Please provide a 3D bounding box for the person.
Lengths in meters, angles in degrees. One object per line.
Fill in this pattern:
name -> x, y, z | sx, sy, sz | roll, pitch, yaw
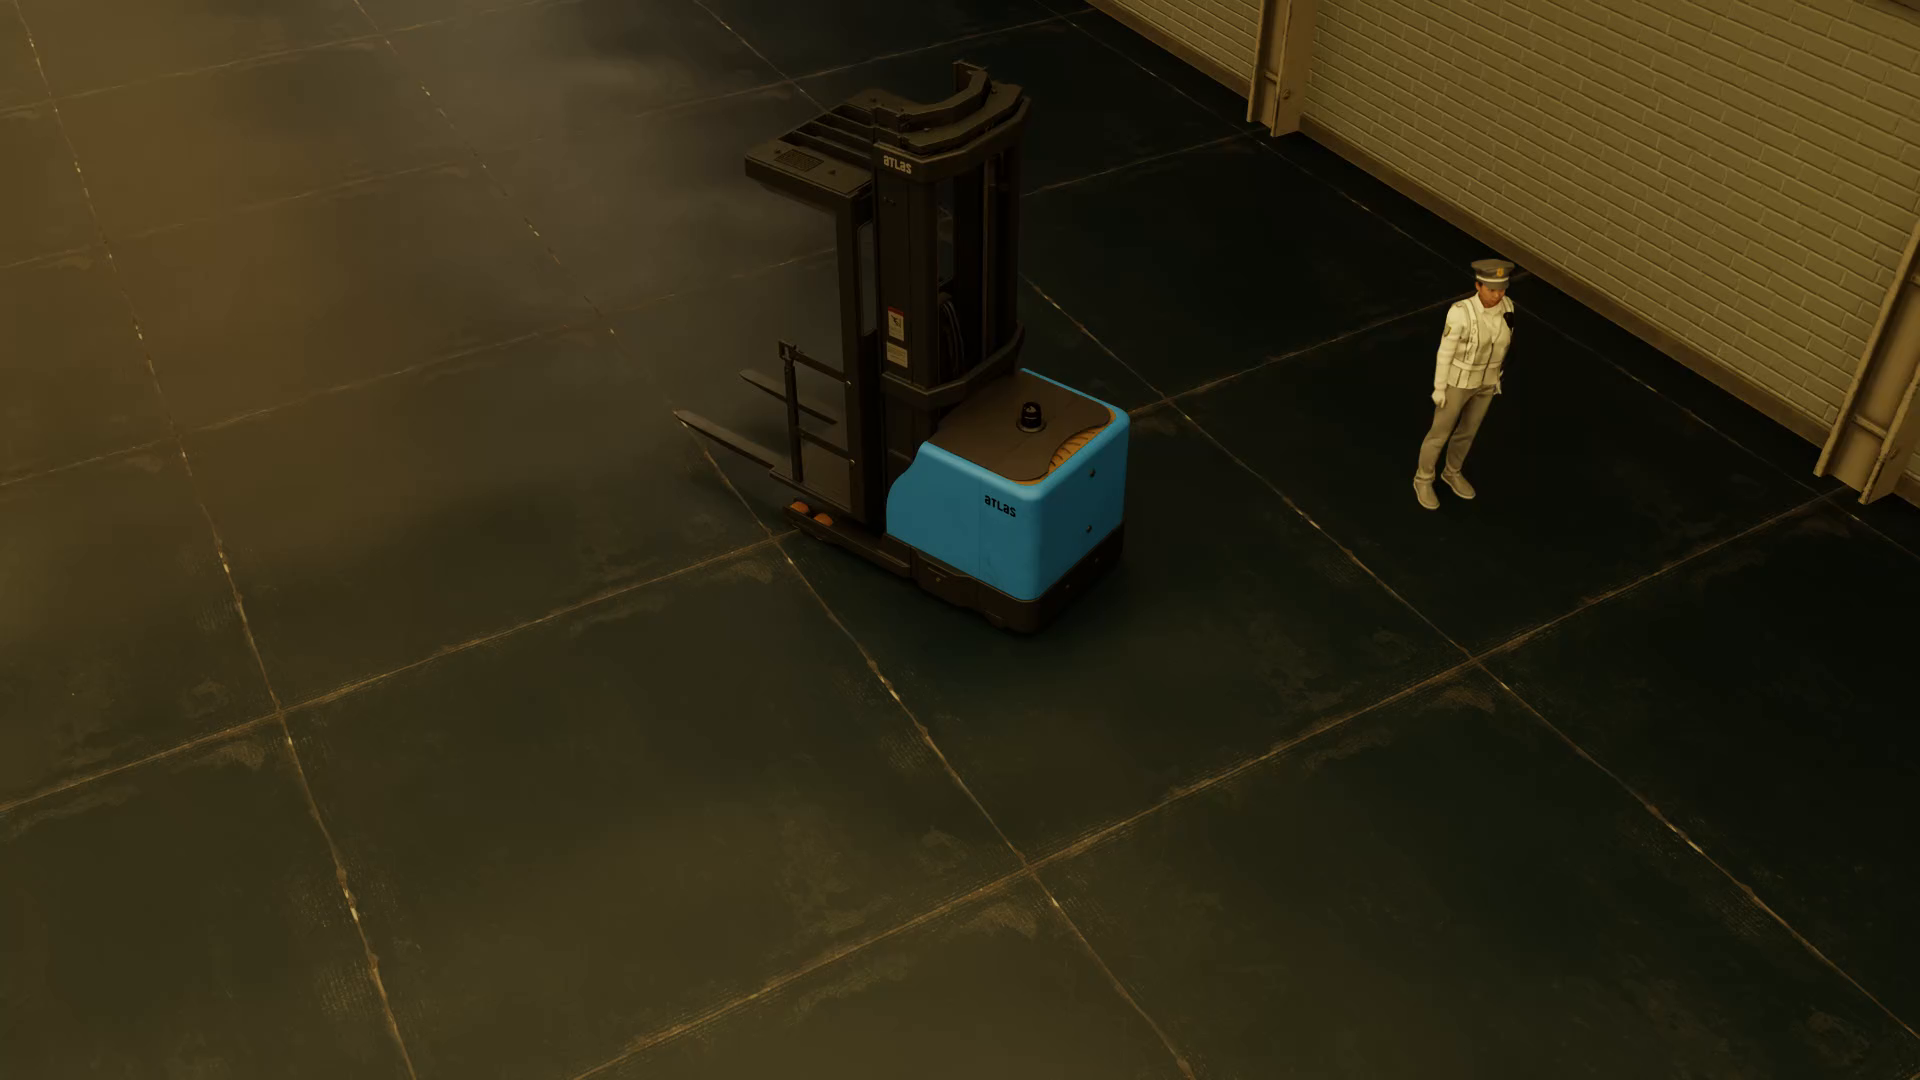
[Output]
person -> 3.119, -0.967, 10.178 | 0.473, 1.691, 0.331 | -12, 41, -14

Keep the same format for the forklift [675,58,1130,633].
forklift -> -0.481, -1.366, 9.683 | 3.031, 2.935, 1.130 | 26, 46, 28
